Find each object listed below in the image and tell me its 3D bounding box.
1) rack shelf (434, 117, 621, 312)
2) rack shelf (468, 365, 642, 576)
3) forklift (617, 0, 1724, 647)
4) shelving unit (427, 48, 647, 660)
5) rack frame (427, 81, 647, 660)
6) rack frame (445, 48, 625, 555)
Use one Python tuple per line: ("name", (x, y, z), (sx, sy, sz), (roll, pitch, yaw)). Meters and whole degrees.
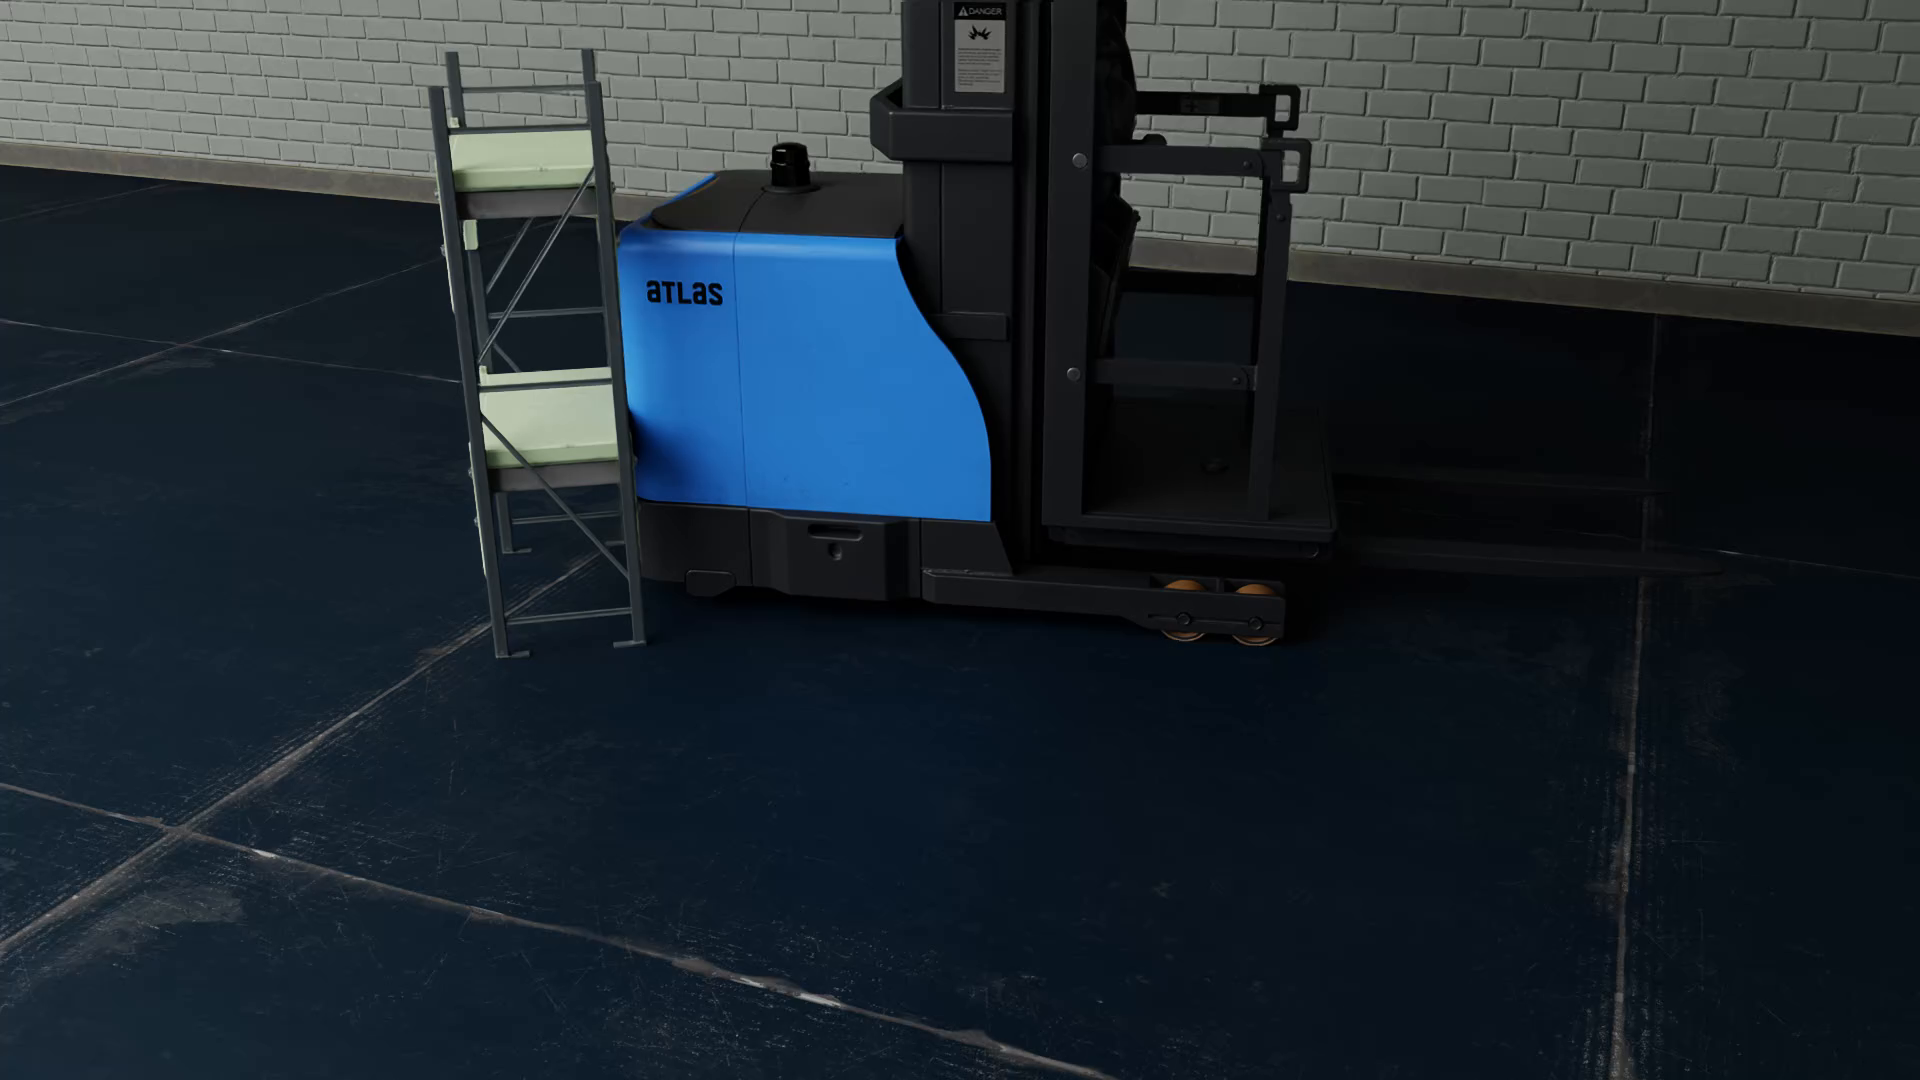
("rack shelf", (-1.139, -0.888, 4.418), (0.431, 0.370, 0.720), (-5, 23, -12))
("rack shelf", (-1.139, -0.227, 4.694), (0.431, 0.370, 0.720), (-5, 23, -12))
("forklift", (0.613, -1.281, 4.514), (3.031, 2.935, 1.130), (4, 23, 8))
("shelving unit", (-1.139, -0.528, 4.568), (0.431, 1.500, 0.755), (-5, 23, -12))
("rack frame", (-1.057, -0.391, 4.239), (0.400, 1.500, 0.023), (-5, 23, -12))
("rack frame", (-1.220, -0.666, 4.898), (0.400, 1.500, 0.023), (-5, 23, -12))
